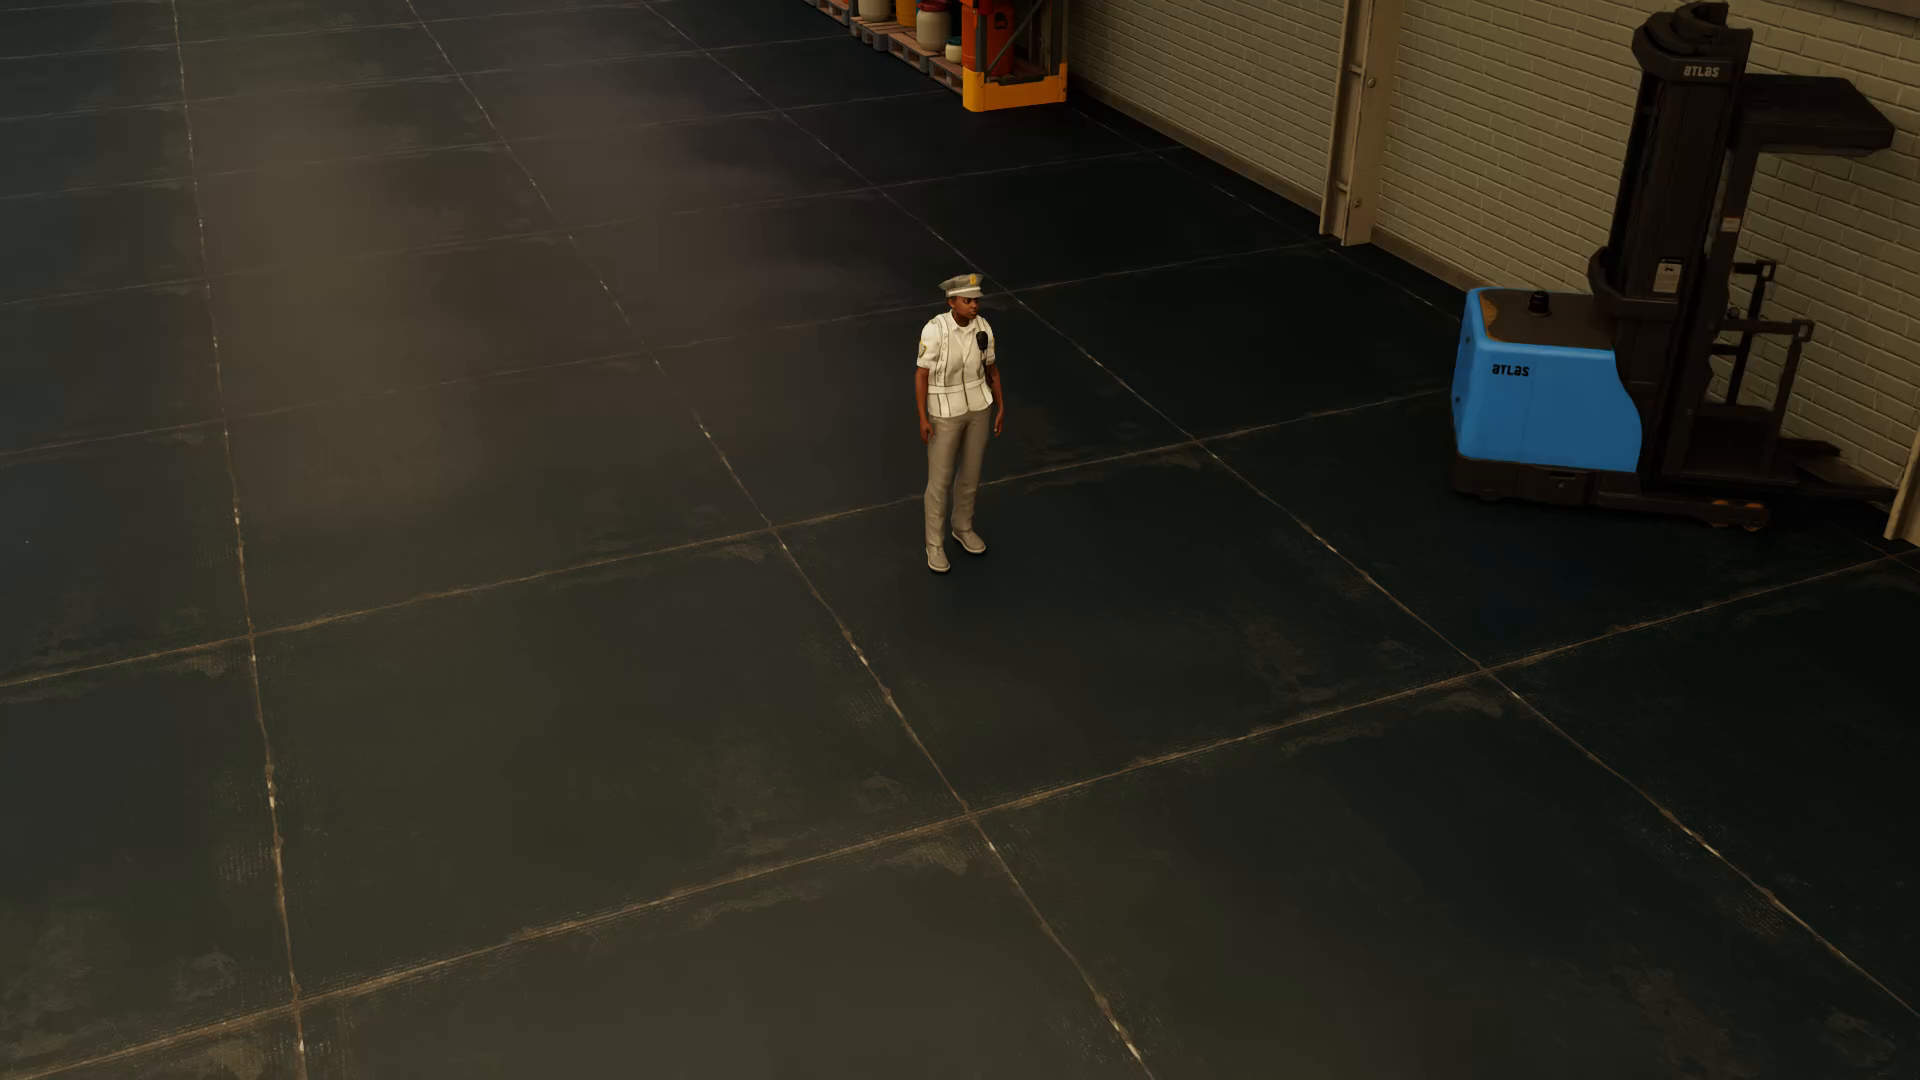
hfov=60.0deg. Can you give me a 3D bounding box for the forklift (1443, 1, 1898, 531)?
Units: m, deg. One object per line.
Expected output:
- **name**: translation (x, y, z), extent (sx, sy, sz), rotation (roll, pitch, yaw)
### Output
- **forklift**: translation (4.675, -1.618, 9.949), extent (3.031, 2.935, 1.130), rotation (6, 30, 10)

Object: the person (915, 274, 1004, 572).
- **person**: translation (0.012, -0.704, 9.582), extent (0.569, 1.694, 0.530), rotation (-12, 32, -20)
